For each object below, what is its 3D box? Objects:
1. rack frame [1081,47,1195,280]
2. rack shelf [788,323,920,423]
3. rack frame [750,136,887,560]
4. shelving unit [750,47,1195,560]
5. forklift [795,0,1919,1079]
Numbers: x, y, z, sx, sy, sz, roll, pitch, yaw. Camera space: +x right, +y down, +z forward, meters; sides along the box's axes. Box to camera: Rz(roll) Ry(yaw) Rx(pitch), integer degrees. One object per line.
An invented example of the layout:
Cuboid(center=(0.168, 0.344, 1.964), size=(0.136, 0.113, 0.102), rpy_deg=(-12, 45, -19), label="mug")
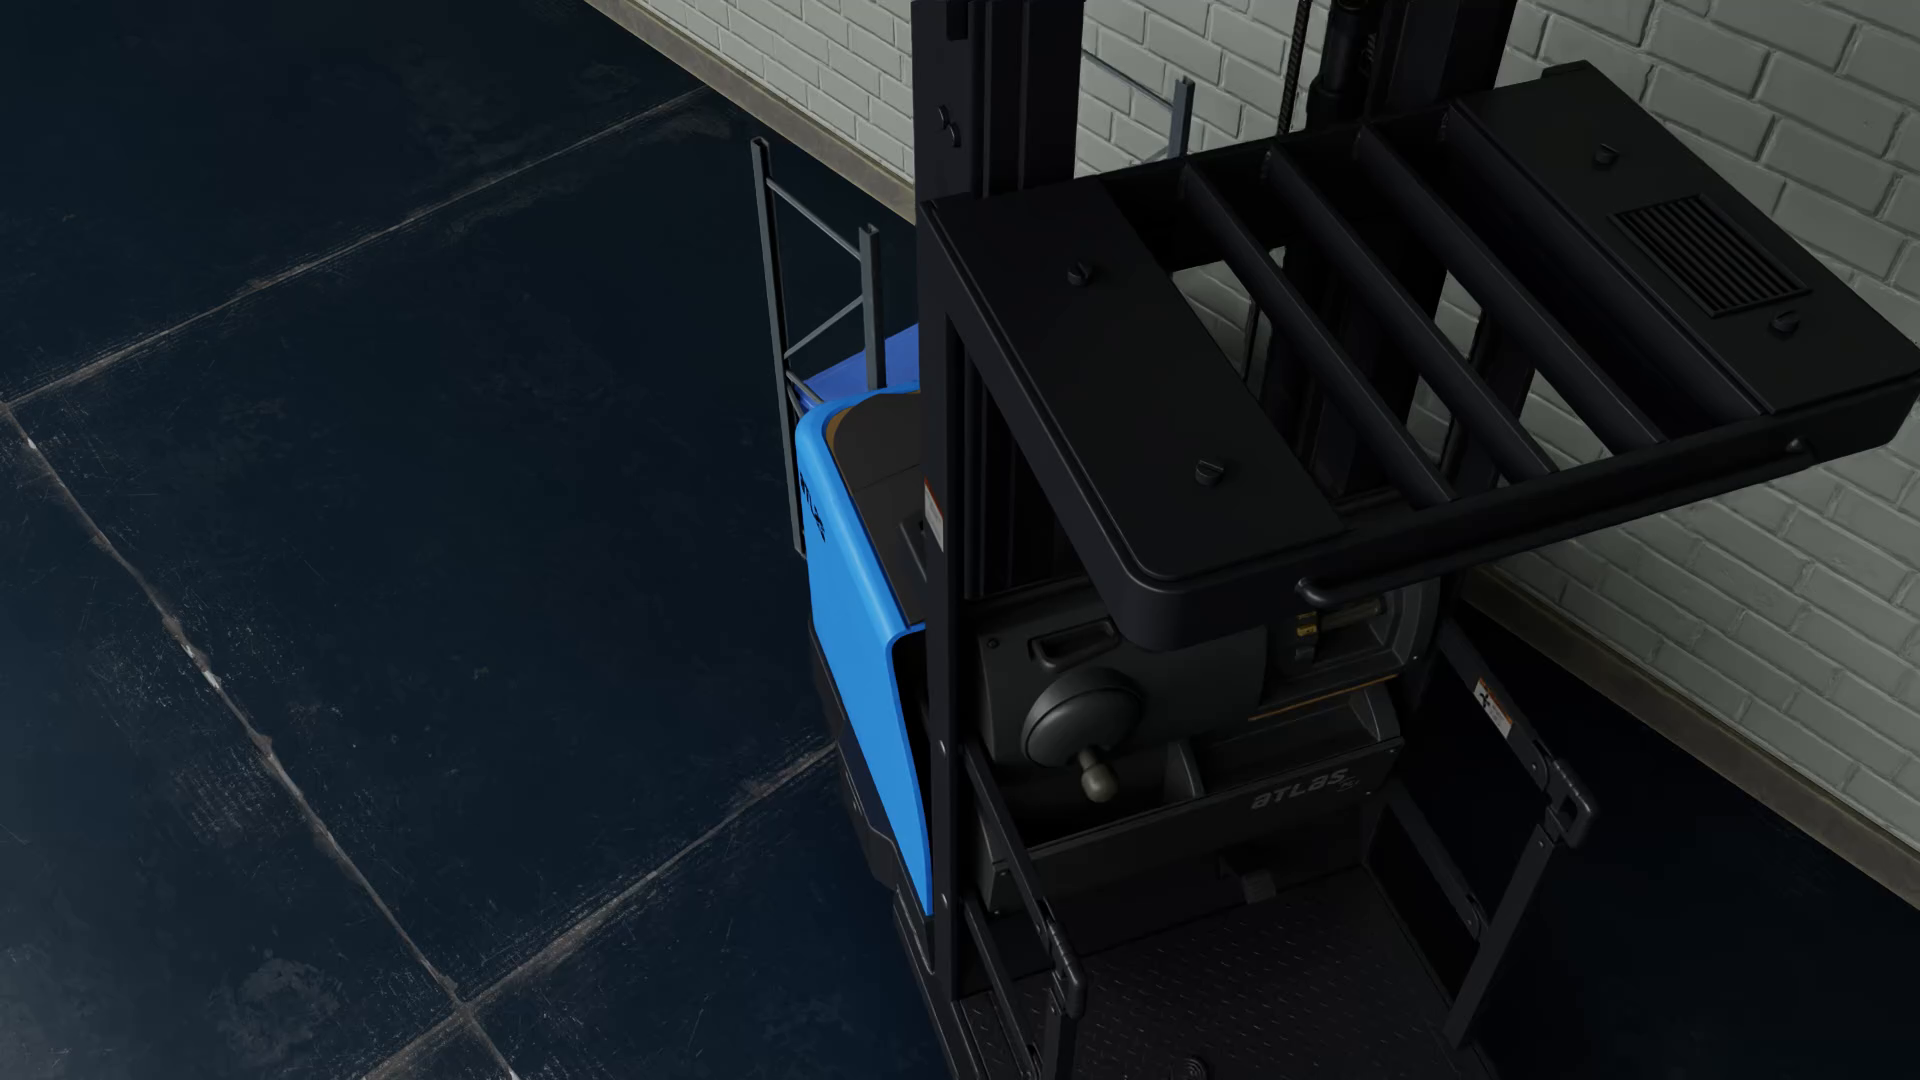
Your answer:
Cuboid(center=(0.442, -0.813, 4.980), size=(0.032, 1.500, 0.500), rpy_deg=(-30, 54, -25), label="rack frame")
Cuboid(center=(0.044, -0.458, 4.897), size=(1.000, 0.185, 0.538), rpy_deg=(-30, 54, -25), label="rack shelf")
Cuboid(center=(-0.353, -0.348, 4.550), size=(0.032, 1.500, 0.500), rpy_deg=(-30, 54, -25), label="rack frame")
Cuboid(center=(0.044, -0.580, 4.765), size=(1.048, 1.500, 0.538), rpy_deg=(-30, 54, -25), label="shelving unit")
Cuboid(center=(0.555, 0.308, 2.972), size=(1.130, 2.935, 3.031), rpy_deg=(-15, 49, -13), label="forklift")
